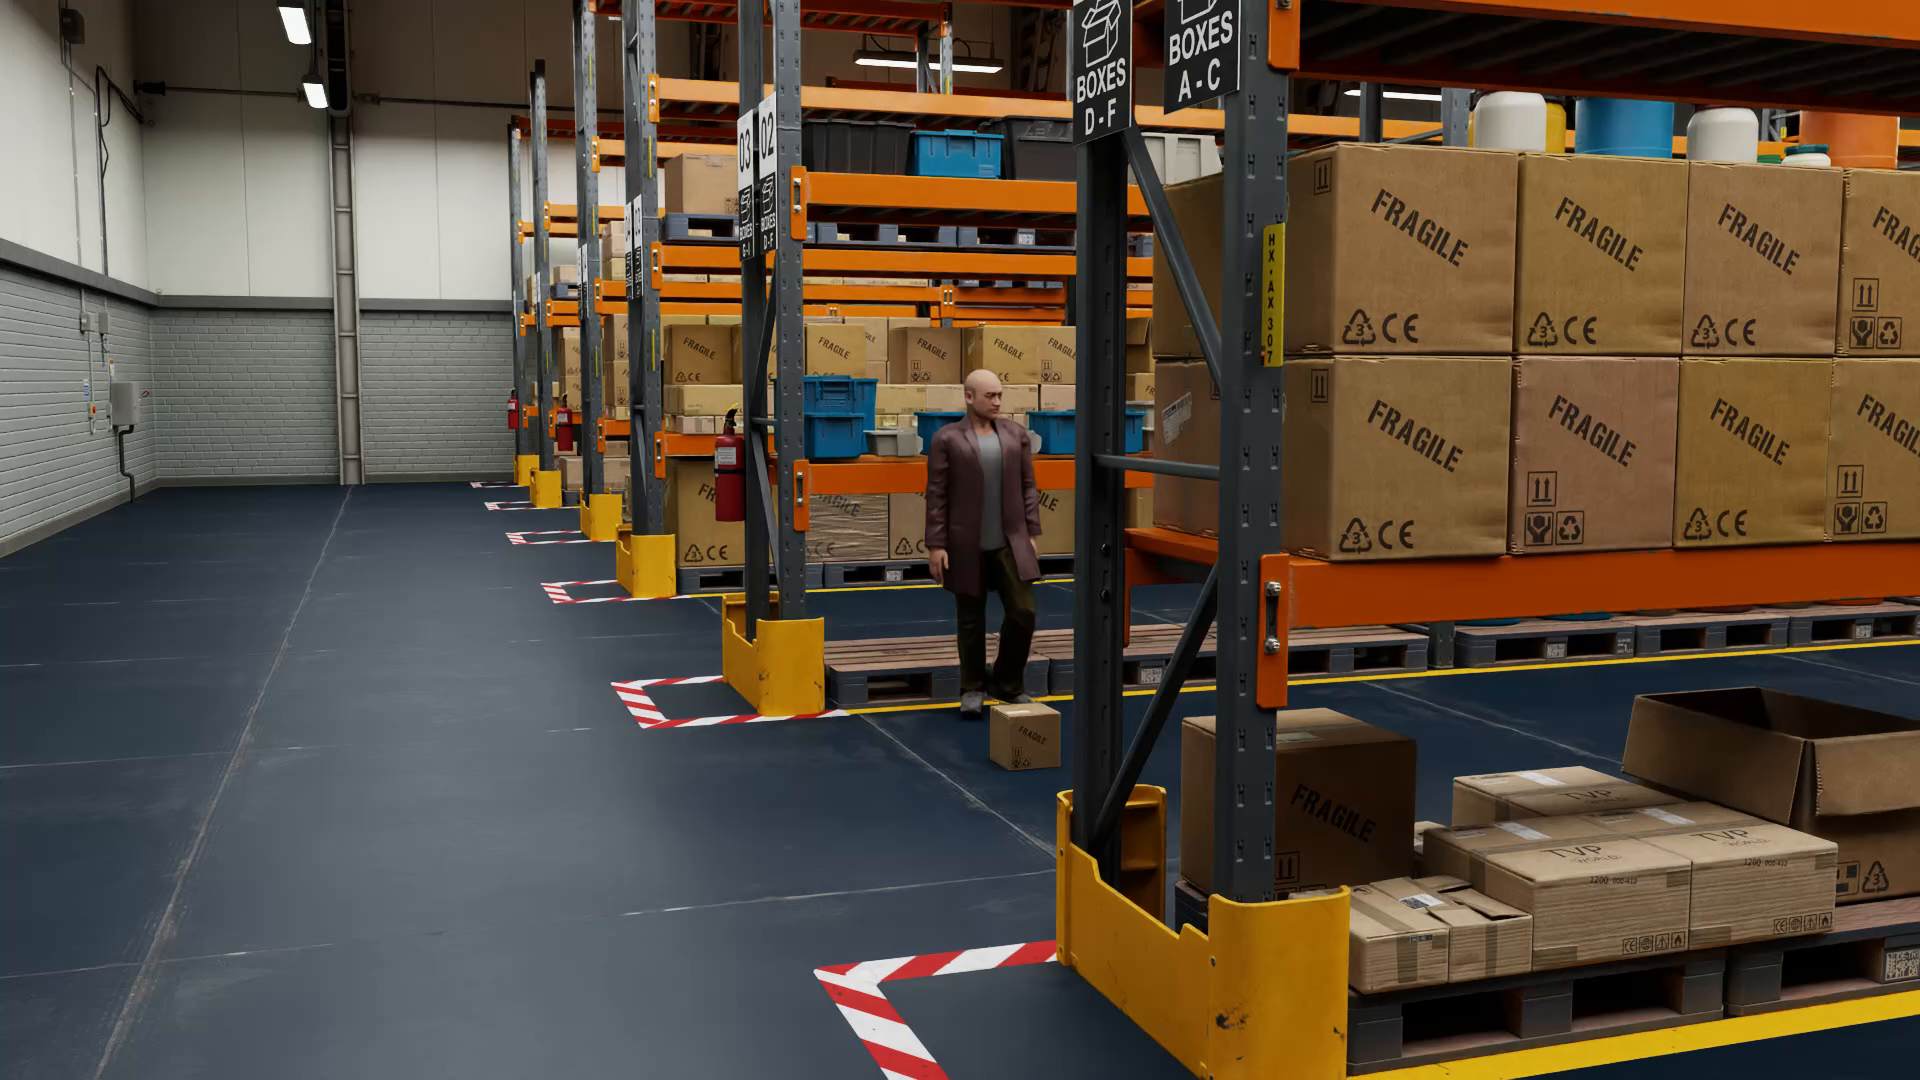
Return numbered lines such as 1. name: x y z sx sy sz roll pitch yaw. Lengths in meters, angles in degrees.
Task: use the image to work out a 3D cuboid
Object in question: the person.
1. person: 0.113 0.031 8.496 0.628 1.797 0.546 -1 6 -11
